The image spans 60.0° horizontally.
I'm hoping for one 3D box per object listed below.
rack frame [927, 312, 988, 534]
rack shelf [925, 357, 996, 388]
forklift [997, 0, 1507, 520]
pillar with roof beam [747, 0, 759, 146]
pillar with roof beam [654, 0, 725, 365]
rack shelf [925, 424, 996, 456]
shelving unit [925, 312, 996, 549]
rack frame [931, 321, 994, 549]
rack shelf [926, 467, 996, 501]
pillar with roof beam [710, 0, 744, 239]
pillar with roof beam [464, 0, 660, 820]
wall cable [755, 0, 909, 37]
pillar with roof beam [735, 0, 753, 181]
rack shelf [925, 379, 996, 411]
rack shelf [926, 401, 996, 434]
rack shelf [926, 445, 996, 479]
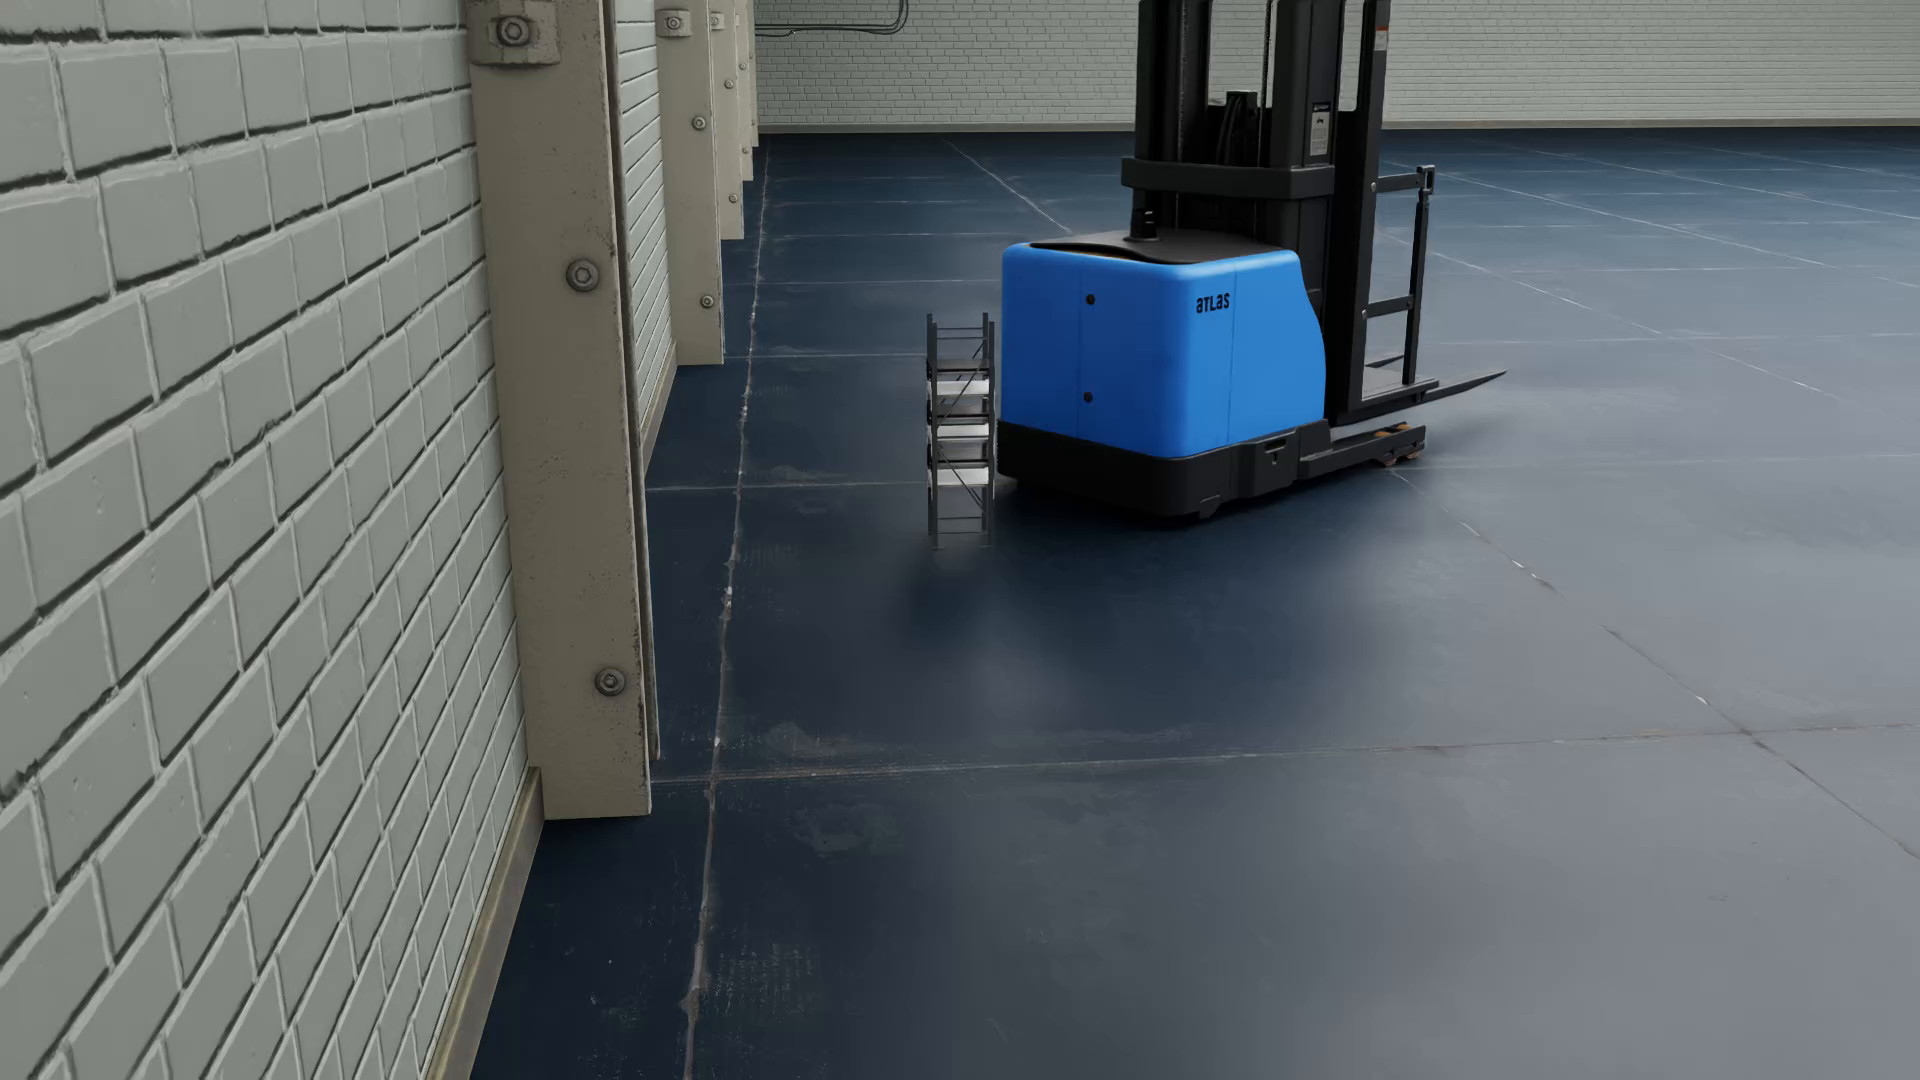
[{"bbox_3d":[-0.010,-0.457,6.631,0.240,0.900,0.006,-2,18,-6],"label":"rack frame"},{"bbox_3d":[0.001,-0.653,6.464,0.258,0.077,0.200,-2,18,-6],"label":"rack shelf"},{"bbox_3d":[1.573,-1.840,7.644,3.031,2.935,1.130,-16,24,-42],"label":"forklift"},{"bbox_3d":[0.817,-10.908,26.400,9.100,9.000,0.400,-2,18,-6],"label":"pillar with roof beam"},{"bbox_3d":[2.673,-5.546,9.318,9.100,9.000,0.400,-2,18,-6],"label":"pillar with roof beam"},{"bbox_3d":[0.001,-0.395,6.545,0.258,0.077,0.200,-2,18,-6],"label":"rack shelf"},{"bbox_3d":[0.001,-0.427,6.535,0.258,0.900,0.210,-2,18,-6],"label":"shelving unit"},{"bbox_3d":[0.011,-0.397,6.438,0.240,0.900,0.006,-2,18,-6],"label":"rack frame"},{"bbox_3d":[0.001,-0.223,6.598,0.258,0.077,0.200,-2,18,-6],"label":"rack shelf"},{"bbox_3d":[2.054,-7.333,15.012,9.100,9.000,0.400,-2,18,-6],"label":"pillar with roof beam"},{"bbox_3d":[3.292,-3.758,3.624,9.100,9.000,0.400,-2,18,-6],"label":"pillar with roof beam"},{"bbox_3d":[-2.454,-10.213,29.367,3.097,2.526,0.112,-2,18,-6],"label":"wall cable"},{"bbox_3d":[1.436,-9.121,20.706,9.100,9.000,0.400,-2,18,-6],"label":"pillar with roof beam"},{"bbox_3d":[0.001,-0.567,6.491,0.258,0.077,0.200,-2,18,-6],"label":"rack shelf"},{"bbox_3d":[0.001,-0.481,6.518,0.258,0.077,0.200,-2,18,-6],"label":"rack shelf"},{"bbox_3d":[0.001,-0.309,6.572,0.258,0.077,0.200,-2,18,-6],"label":"rack shelf"}]
